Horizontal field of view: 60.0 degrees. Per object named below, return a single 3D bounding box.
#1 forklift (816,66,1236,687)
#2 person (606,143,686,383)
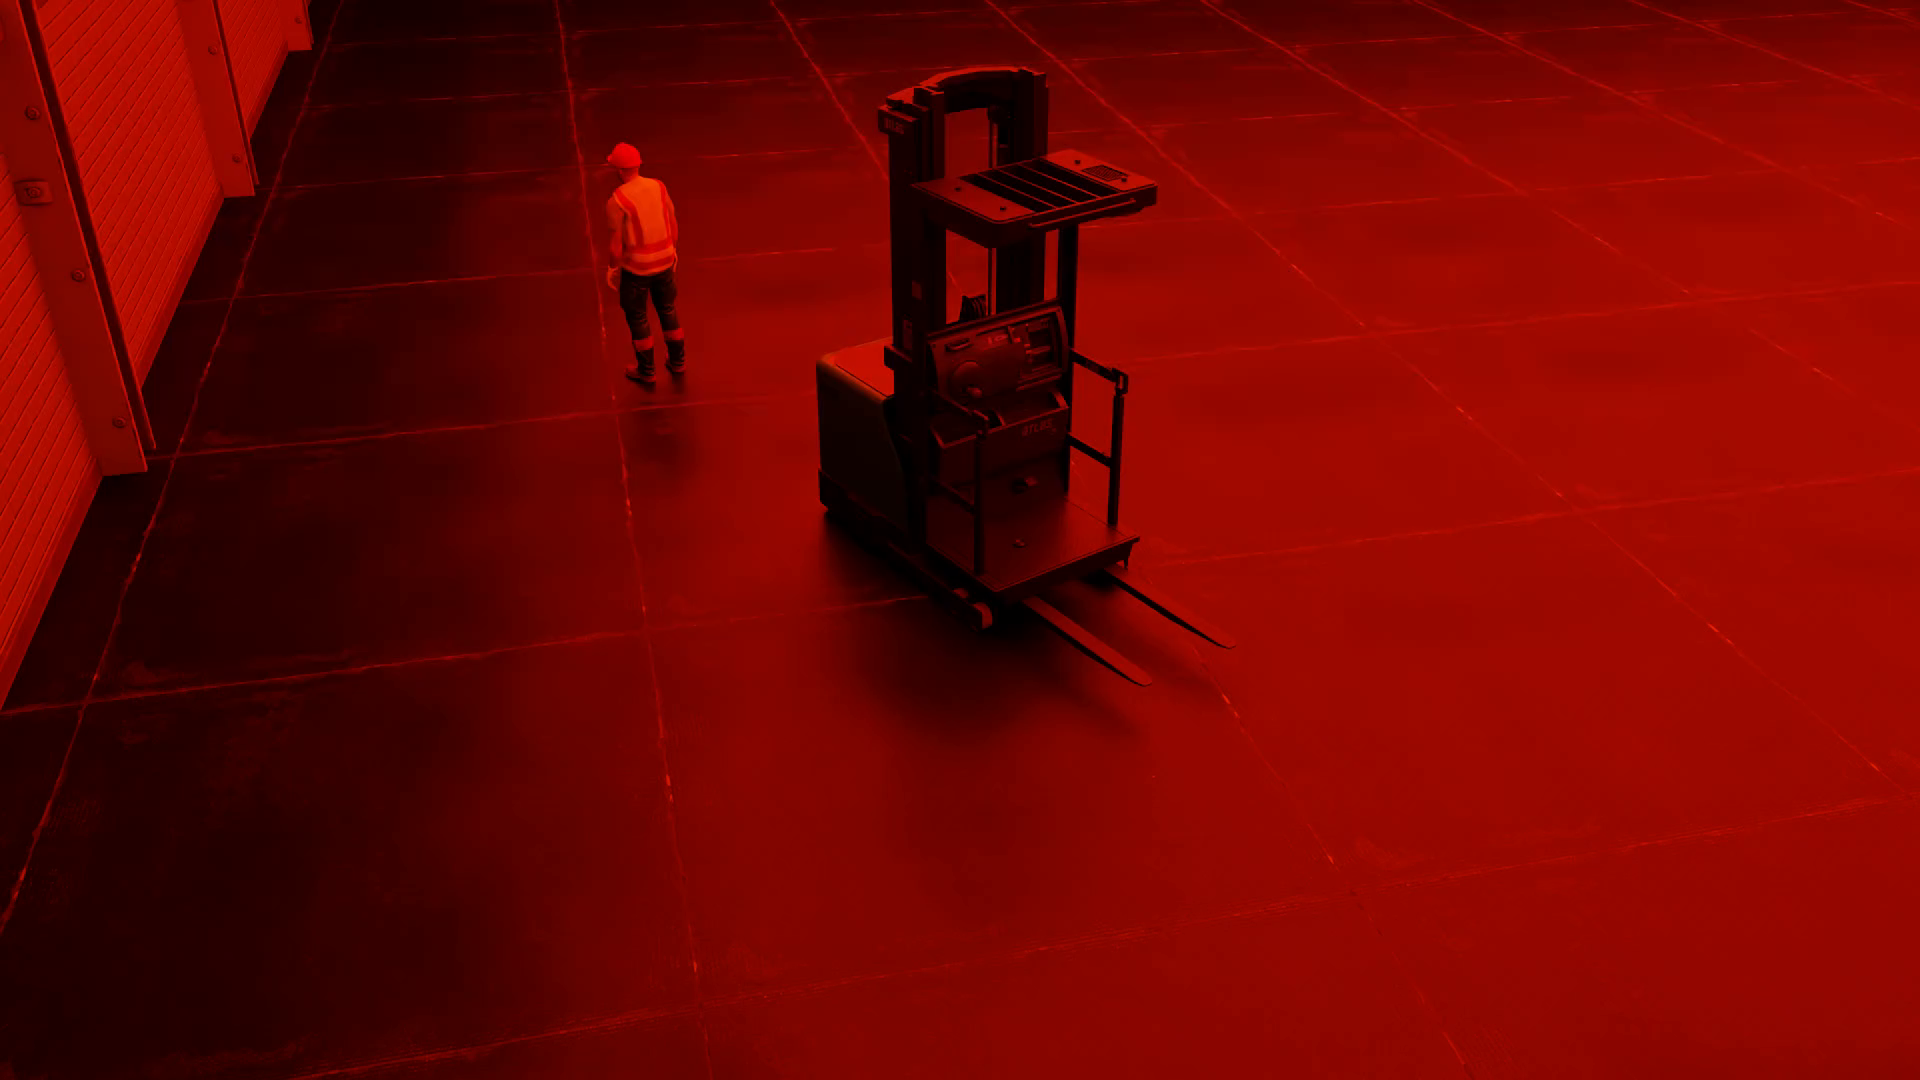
[{"bbox_3d":[0.355,-1.021,9.338,1.130,2.935,3.031,-20,35,-30],"label":"forklift"},{"bbox_3d":[-2.331,-2.032,12.236,0.622,1.781,0.445,-25,39,-37],"label":"person"}]
